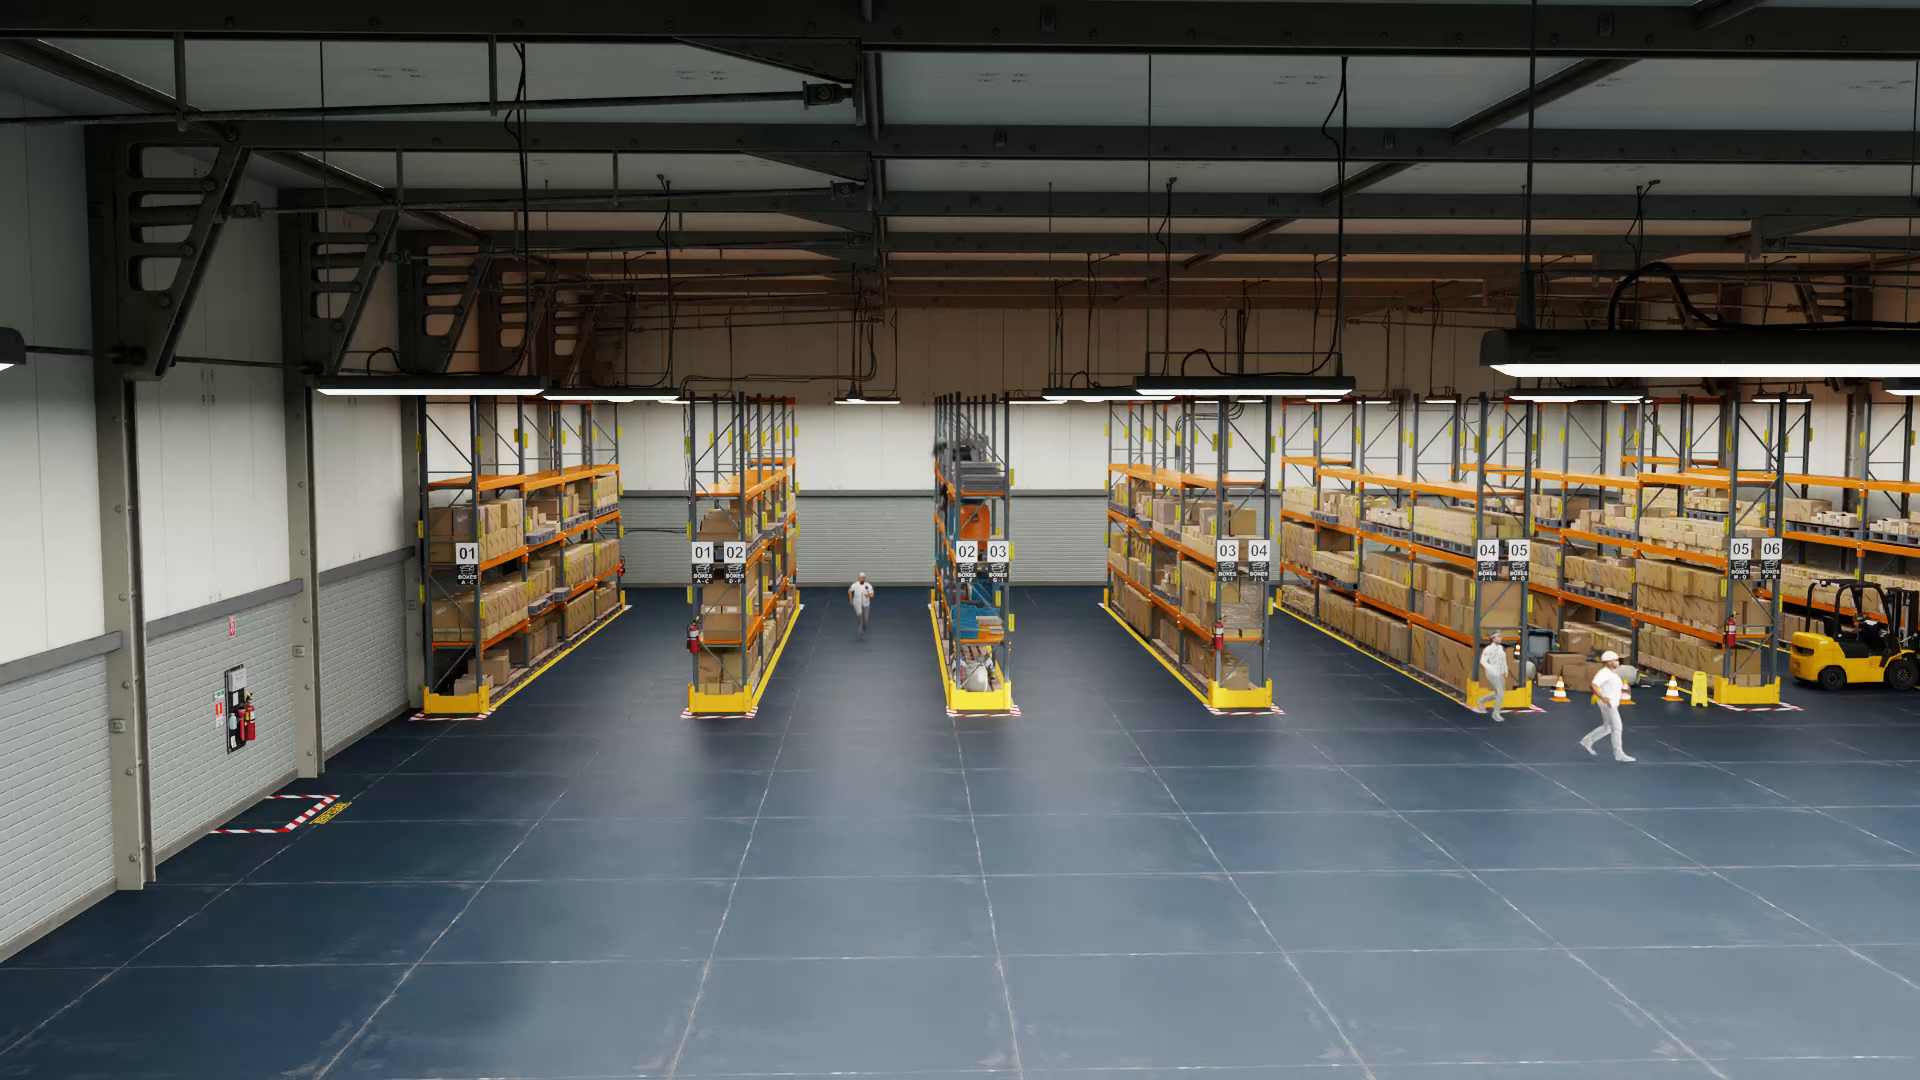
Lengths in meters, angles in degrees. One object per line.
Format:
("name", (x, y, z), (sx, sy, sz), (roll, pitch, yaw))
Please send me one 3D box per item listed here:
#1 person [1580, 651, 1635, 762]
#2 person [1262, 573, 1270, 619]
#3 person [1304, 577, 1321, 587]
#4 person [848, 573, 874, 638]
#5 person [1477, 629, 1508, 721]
("person", (10.493, 2.670, 26.893), (0.871, 1.754, 0.716), (3, 5, 30))
("person", (8.103, 1.302, 44.978), (0.583, 1.675, 0.867), (0, 5, 1))
("person", (10.416, 0.946, 48.905), (0.624, 1.750, 0.707), (0, 5, 0))
("person", (-2.391, 1.608, 40.499), (0.594, 1.640, 0.911), (-1, 5, -13))
("person", (9.774, 2.461, 30.546), (0.669, 1.674, 0.629), (-4, 6, -41))
